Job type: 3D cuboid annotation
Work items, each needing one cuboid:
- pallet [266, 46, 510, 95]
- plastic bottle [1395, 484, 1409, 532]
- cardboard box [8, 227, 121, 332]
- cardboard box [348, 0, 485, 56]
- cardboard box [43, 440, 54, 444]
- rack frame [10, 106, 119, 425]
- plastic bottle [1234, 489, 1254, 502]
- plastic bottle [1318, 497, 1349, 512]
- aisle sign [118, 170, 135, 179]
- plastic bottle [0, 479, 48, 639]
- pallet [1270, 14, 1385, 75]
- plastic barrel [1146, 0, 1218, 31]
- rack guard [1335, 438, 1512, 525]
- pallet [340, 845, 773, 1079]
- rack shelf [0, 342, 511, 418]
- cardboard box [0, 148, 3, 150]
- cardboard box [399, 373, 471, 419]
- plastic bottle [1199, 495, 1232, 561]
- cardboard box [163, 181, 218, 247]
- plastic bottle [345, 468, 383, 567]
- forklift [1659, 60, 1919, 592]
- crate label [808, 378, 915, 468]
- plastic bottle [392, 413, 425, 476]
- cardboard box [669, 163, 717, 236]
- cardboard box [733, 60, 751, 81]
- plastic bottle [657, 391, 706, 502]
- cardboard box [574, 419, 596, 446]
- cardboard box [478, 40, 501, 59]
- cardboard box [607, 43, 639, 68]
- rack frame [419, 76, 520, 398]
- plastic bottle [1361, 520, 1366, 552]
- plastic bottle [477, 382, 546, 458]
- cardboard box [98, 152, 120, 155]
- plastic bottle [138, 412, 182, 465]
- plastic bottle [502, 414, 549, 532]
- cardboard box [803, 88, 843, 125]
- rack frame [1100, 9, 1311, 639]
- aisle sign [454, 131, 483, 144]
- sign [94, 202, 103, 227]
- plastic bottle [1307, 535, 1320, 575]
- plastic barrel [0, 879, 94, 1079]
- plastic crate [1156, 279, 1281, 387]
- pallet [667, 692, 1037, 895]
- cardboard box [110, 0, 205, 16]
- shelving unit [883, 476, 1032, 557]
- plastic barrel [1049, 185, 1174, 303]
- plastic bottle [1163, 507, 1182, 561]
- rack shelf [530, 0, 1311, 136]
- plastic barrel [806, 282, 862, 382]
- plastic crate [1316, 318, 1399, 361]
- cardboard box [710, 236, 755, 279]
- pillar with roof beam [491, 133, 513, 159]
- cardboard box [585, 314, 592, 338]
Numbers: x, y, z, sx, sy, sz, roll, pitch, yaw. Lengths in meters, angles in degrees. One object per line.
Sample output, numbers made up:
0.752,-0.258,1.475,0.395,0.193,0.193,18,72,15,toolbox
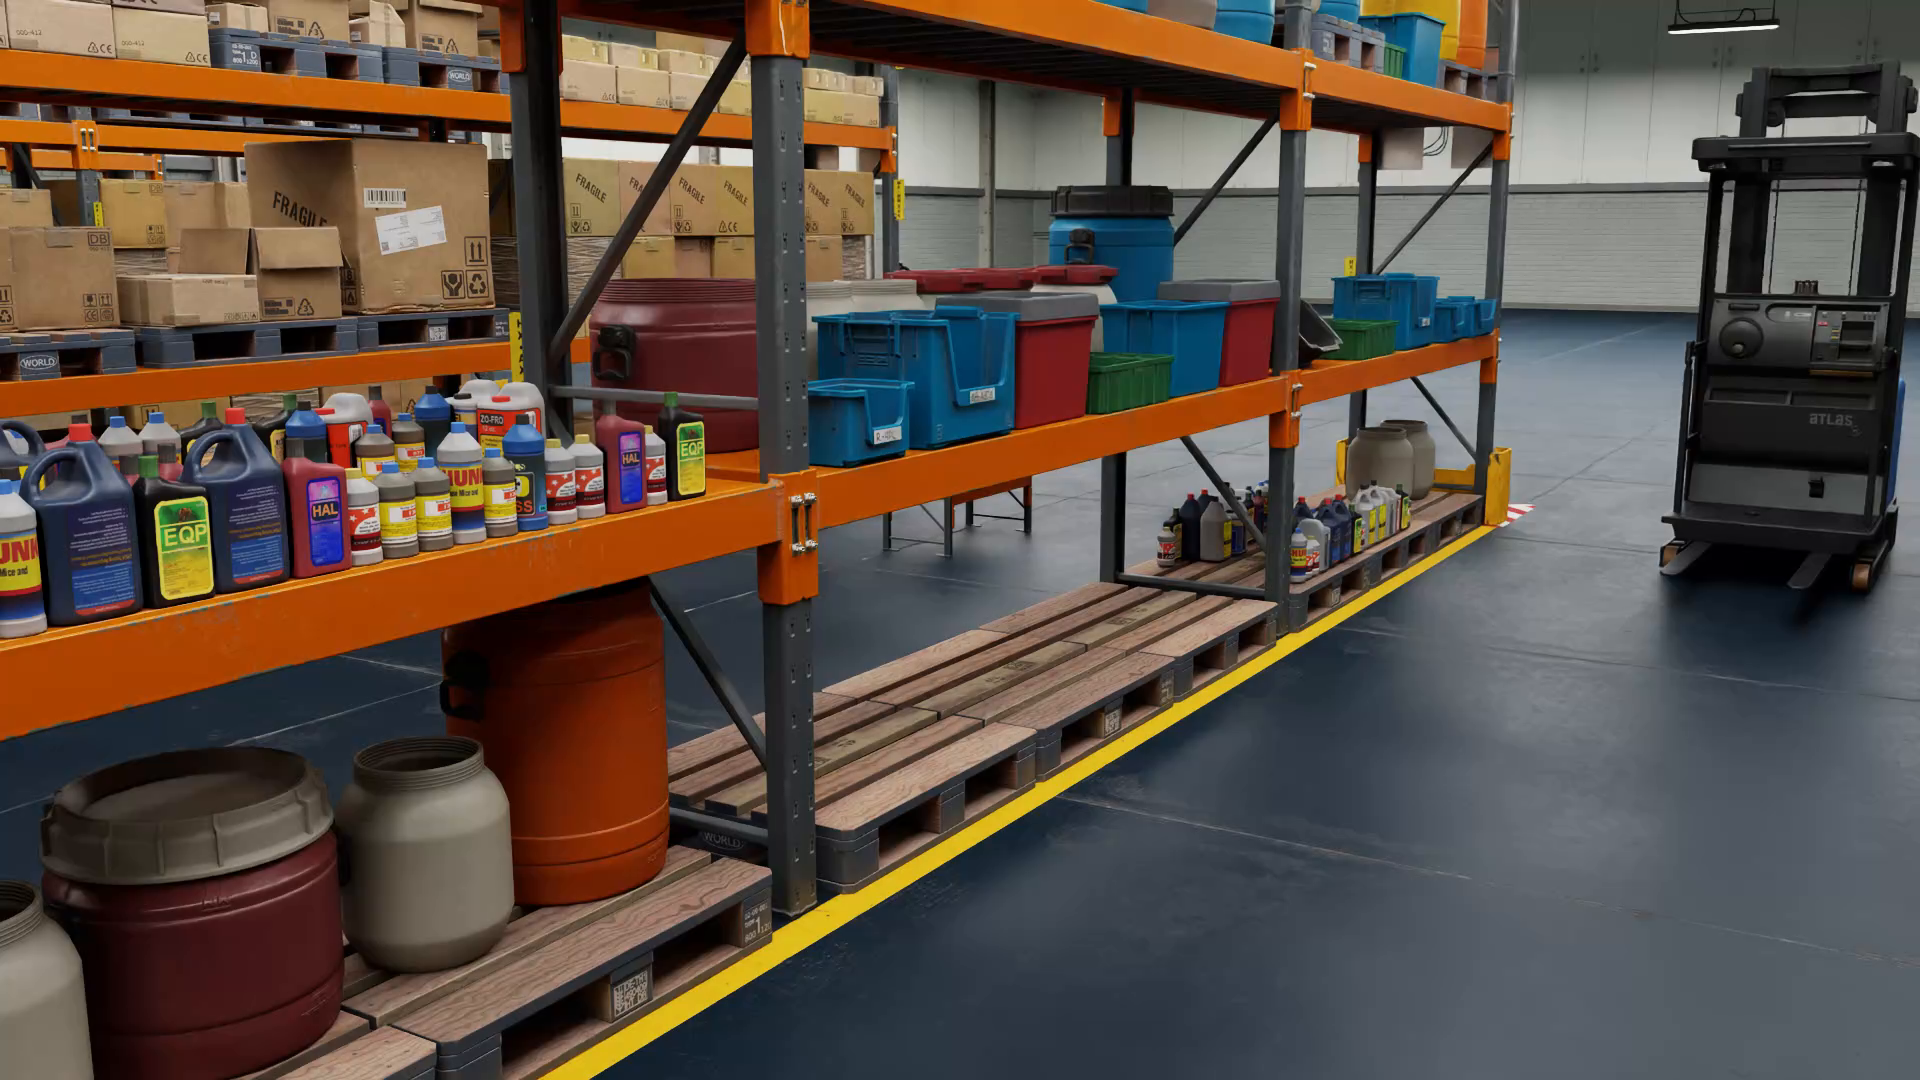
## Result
-3.455,-2.810,10.086,1.213,0.211,1.003,6,12,31,pallet
2.643,-0.201,9.977,0.061,0.283,0.133,7,13,32,plastic bottle
-4.669,-1.327,8.395,0.700,0.500,0.500,9,14,39,cardboard box
-3.372,-3.182,10.140,0.797,0.503,0.637,6,12,28,cardboard box
-4.798,-0.350,8.147,0.500,0.250,0.500,7,13,33,cardboard box
-7.230,-2.005,13.425,1.000,3.000,0.127,6,12,31,rack frame
1.633,-0.154,9.747,0.152,0.276,0.135,7,12,32,plastic bottle
2.143,-0.113,9.528,0.152,0.276,0.135,6,12,31,plastic bottle
-9.669,-4.408,19.197,0.394,0.787,0.004,6,12,31,aisle sign
-1.662,0.030,2.905,0.097,0.271,0.097,0,11,0,plastic bottle
1.481,-2.546,8.679,1.213,0.211,1.003,6,12,31,pallet
0.772,-2.559,6.872,0.600,0.901,0.600,0,11,0,plastic barrel
3.267,-0.426,11.784,1.175,0.500,0.348,6,12,31,rack guard
-1.261,1.086,4.494,1.003,0.211,1.213,6,12,31,pallet
-4.082,-0.847,9.195,1.077,0.370,4.000,6,12,31,rack shelf
-10.142,-4.113,17.218,0.380,0.149,0.250,6,12,30,cardboard box
-5.449,-1.683,16.339,0.875,0.875,0.875,6,12,31,cardboard box
1.401,-0.071,9.099,0.144,0.351,0.185,6,12,31,plastic bottle
-6.823,-2.761,14.125,0.875,0.550,0.550,6,12,31,cardboard box
-1.281,-0.051,3.528,0.097,0.201,0.097,0,11,0,plastic bottle
4.787,-1.245,9.554,1.130,2.935,3.031,7,13,32,forklift
-0.348,-0.361,5.099,0.303,0.233,0.416,6,12,31,crate label
-1.522,-0.247,4.575,0.097,0.201,0.097,0,11,0,plastic bottle
-2.074,-2.406,11.769,0.500,0.500,0.500,6,12,31,cardboard box
-1.708,-3.424,12.182,0.380,0.149,0.250,6,12,28,cardboard box
-0.732,-0.251,4.374,0.061,0.283,0.133,6,12,31,plastic bottle
-2.801,-0.552,11.316,0.500,0.500,0.500,6,12,29,cardboard box
-3.121,-3.190,10.930,0.380,0.149,0.250,7,13,32,cardboard box
-2.372,-3.222,11.102,0.380,0.149,0.250,6,12,31,cardboard box
-3.043,-1.515,10.809,1.000,3.000,0.127,6,12,31,rack frame
2.229,-0.042,9.349,0.097,0.201,0.097,0,11,0,plastic bottle
-1.258,-0.300,4.656,0.152,0.276,0.135,6,12,31,plastic bottle
-9.484,-4.317,18.305,0.380,0.149,0.250,6,12,31,cardboard box
-1.901,-0.166,3.956,0.097,0.271,0.097,0,11,0,plastic bottle
-1.029,-0.162,3.930,0.097,0.271,0.097,0,11,0,plastic bottle
-1.256,-3.366,12.951,0.500,0.250,0.500,6,12,31,cardboard box
1.190,-1.042,8.281,1.000,3.000,0.127,6,12,31,rack frame
-4.860,-3.894,16.452,0.394,0.787,0.004,6,12,31,aisle sign
-6.761,-2.484,13.057,0.100,0.325,0.005,6,12,31,sign
1.836,0.077,8.713,0.097,0.201,0.097,0,11,0,plastic bottle
-1.929,0.957,3.223,0.421,0.512,0.421,0,11,0,plastic barrel
1.200,-0.968,7.712,0.402,0.464,0.583,6,12,31,plastic crate
-0.451,0.840,5.809,1.003,0.211,1.213,6,12,31,pallet
-4.135,-2.864,8.231,0.500,0.500,0.500,6,12,29,cardboard box
-0.004,-0.552,10.759,0.538,1.125,1.048,6,12,31,shelving unit
0.730,-1.256,8.065,0.600,0.901,0.708,6,12,31,plastic barrel
1.158,-0.030,9.063,0.061,0.283,0.133,7,13,34,plastic bottle
0.152,-1.848,6.391,1.077,0.370,4.000,6,12,31,rack shelf
-0.535,-0.650,5.884,0.421,0.512,0.421,0,11,0,plastic barrel
2.136,-1.124,9.297,0.450,0.188,0.662,6,12,31,plastic crate
-1.999,-2.013,12.391,0.875,0.500,0.500,6,12,31,cardboard box
-4.903,-7.966,28.963,9.100,9.000,0.548,6,12,31,pillar with roof beam
-2.534,-1.435,11.062,0.380,0.149,0.250,6,12,31,cardboard box
